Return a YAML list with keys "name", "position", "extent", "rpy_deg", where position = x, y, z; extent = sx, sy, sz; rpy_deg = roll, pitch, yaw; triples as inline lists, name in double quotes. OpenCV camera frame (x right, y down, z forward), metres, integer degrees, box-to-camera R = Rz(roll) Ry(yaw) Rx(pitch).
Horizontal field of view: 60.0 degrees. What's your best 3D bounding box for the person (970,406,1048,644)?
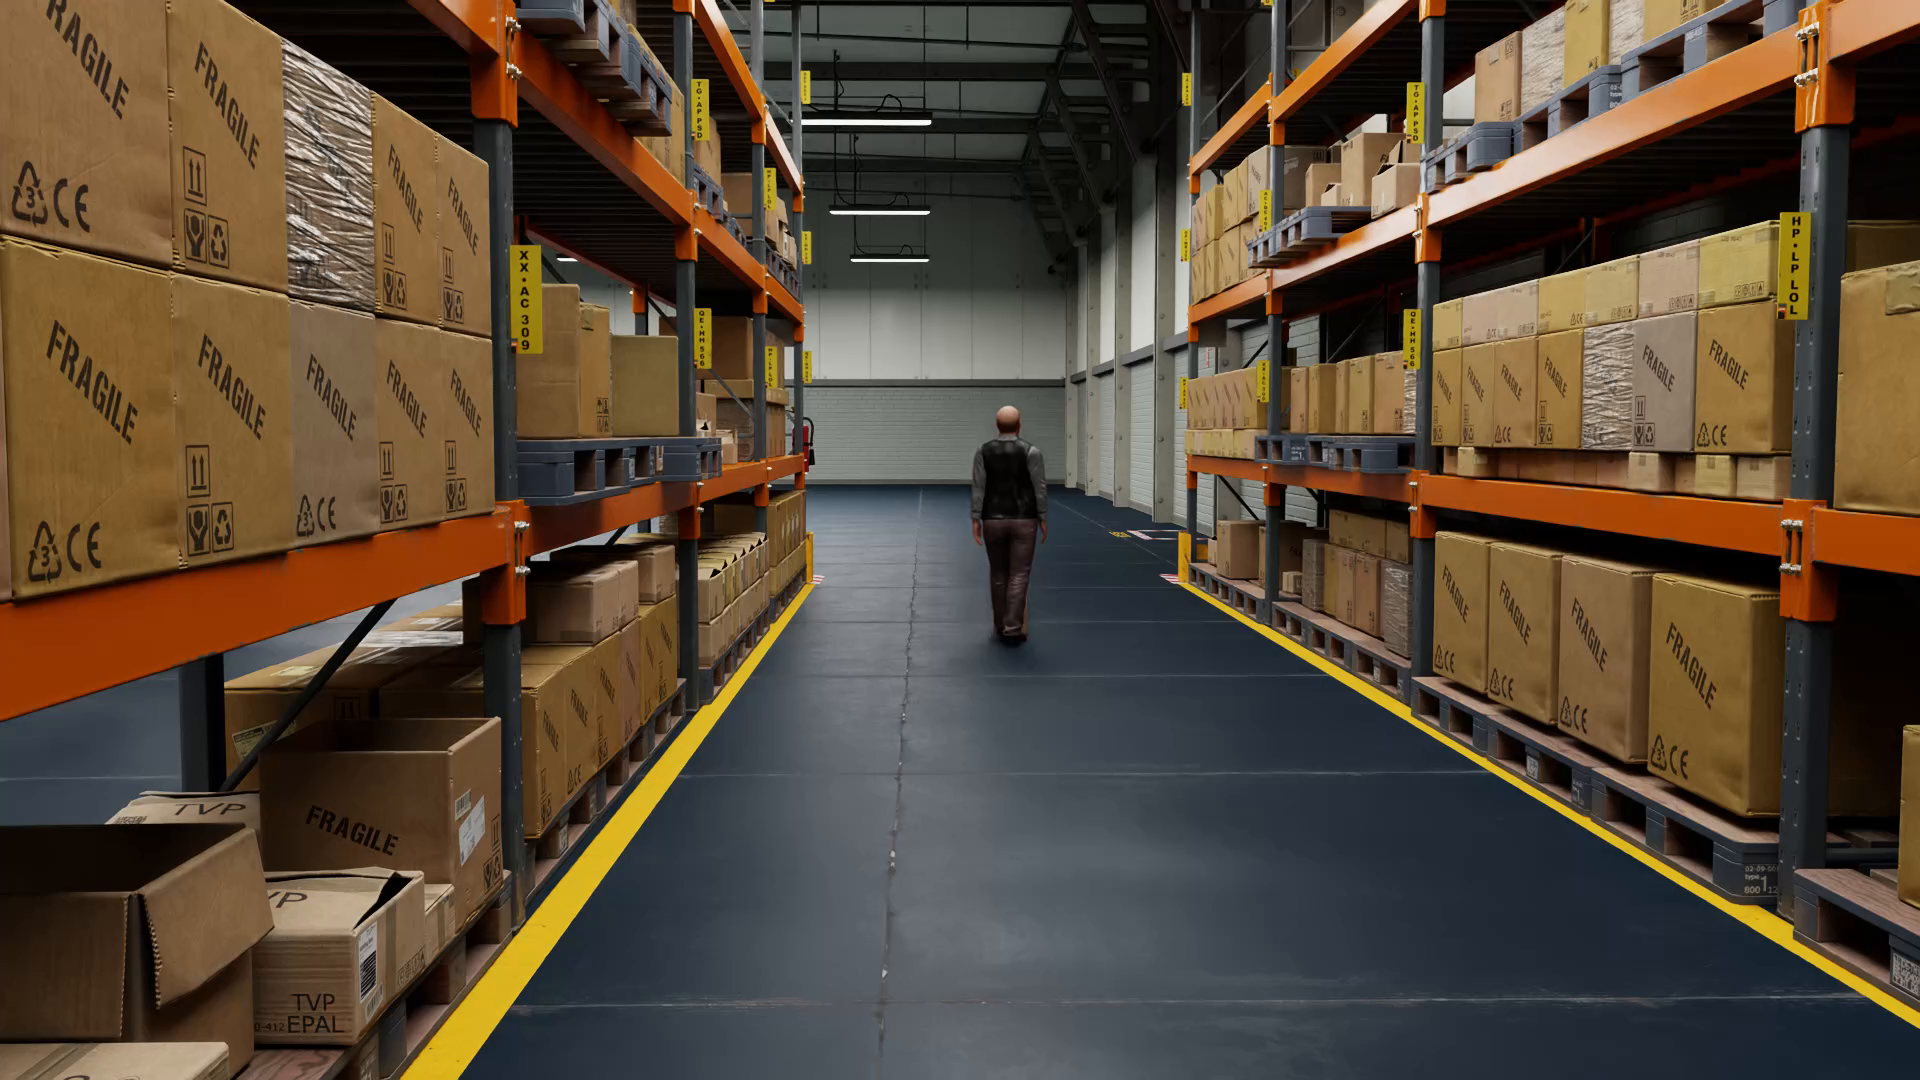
- name: "person"
  position: [0.402, -0.124, 12.187]
  extent: [0.553, 1.708, 0.749]
  rpy_deg: [1, 4, 18]
